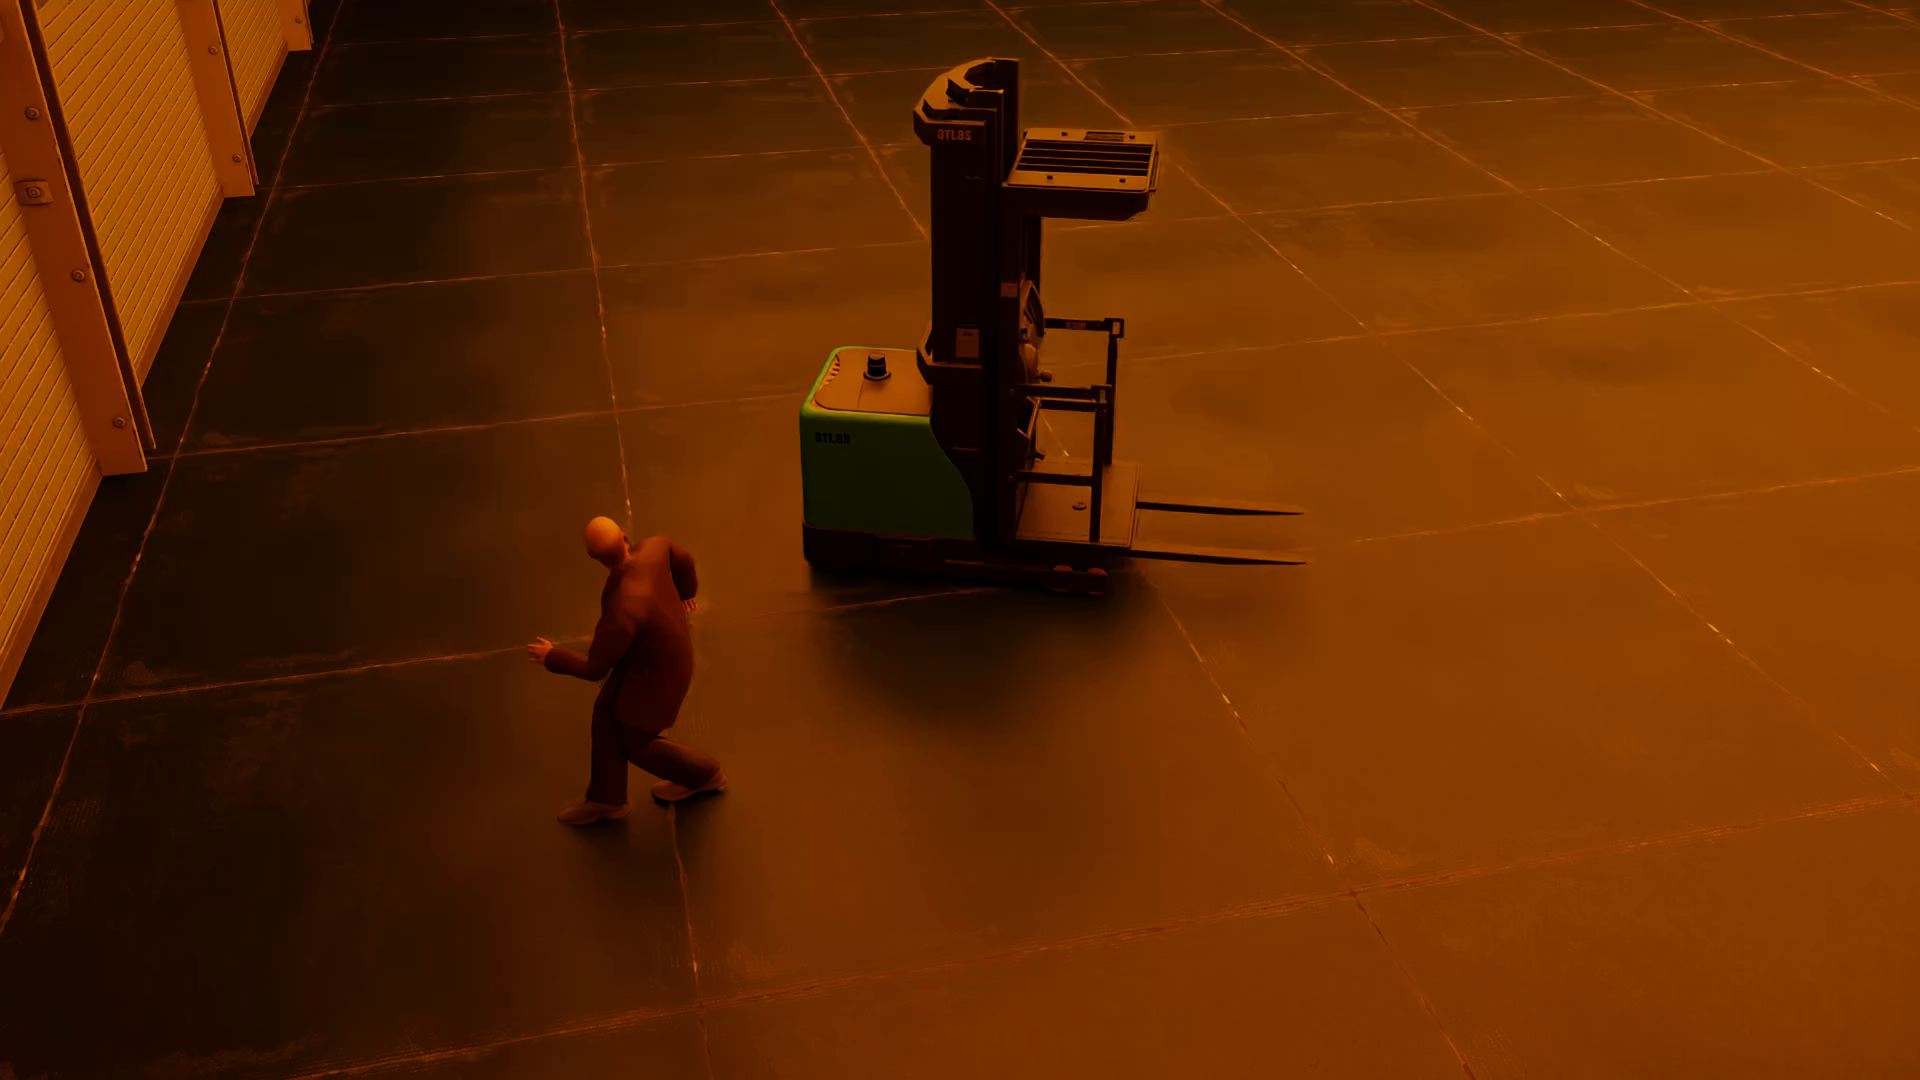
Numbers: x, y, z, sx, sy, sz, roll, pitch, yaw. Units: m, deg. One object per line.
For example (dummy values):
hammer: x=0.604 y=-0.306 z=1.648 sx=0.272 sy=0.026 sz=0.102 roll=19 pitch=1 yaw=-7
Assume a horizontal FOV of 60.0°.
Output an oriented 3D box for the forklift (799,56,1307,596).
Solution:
forklift: x=0.603 y=-1.222 z=9.686 sx=3.031 sy=2.935 sz=1.130 roll=4 pitch=30 yaw=8

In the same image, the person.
person: x=-1.603 y=0.556 z=7.937 sx=0.866 sy=1.646 sz=0.830 roll=-4 pitch=30 yaw=-7
